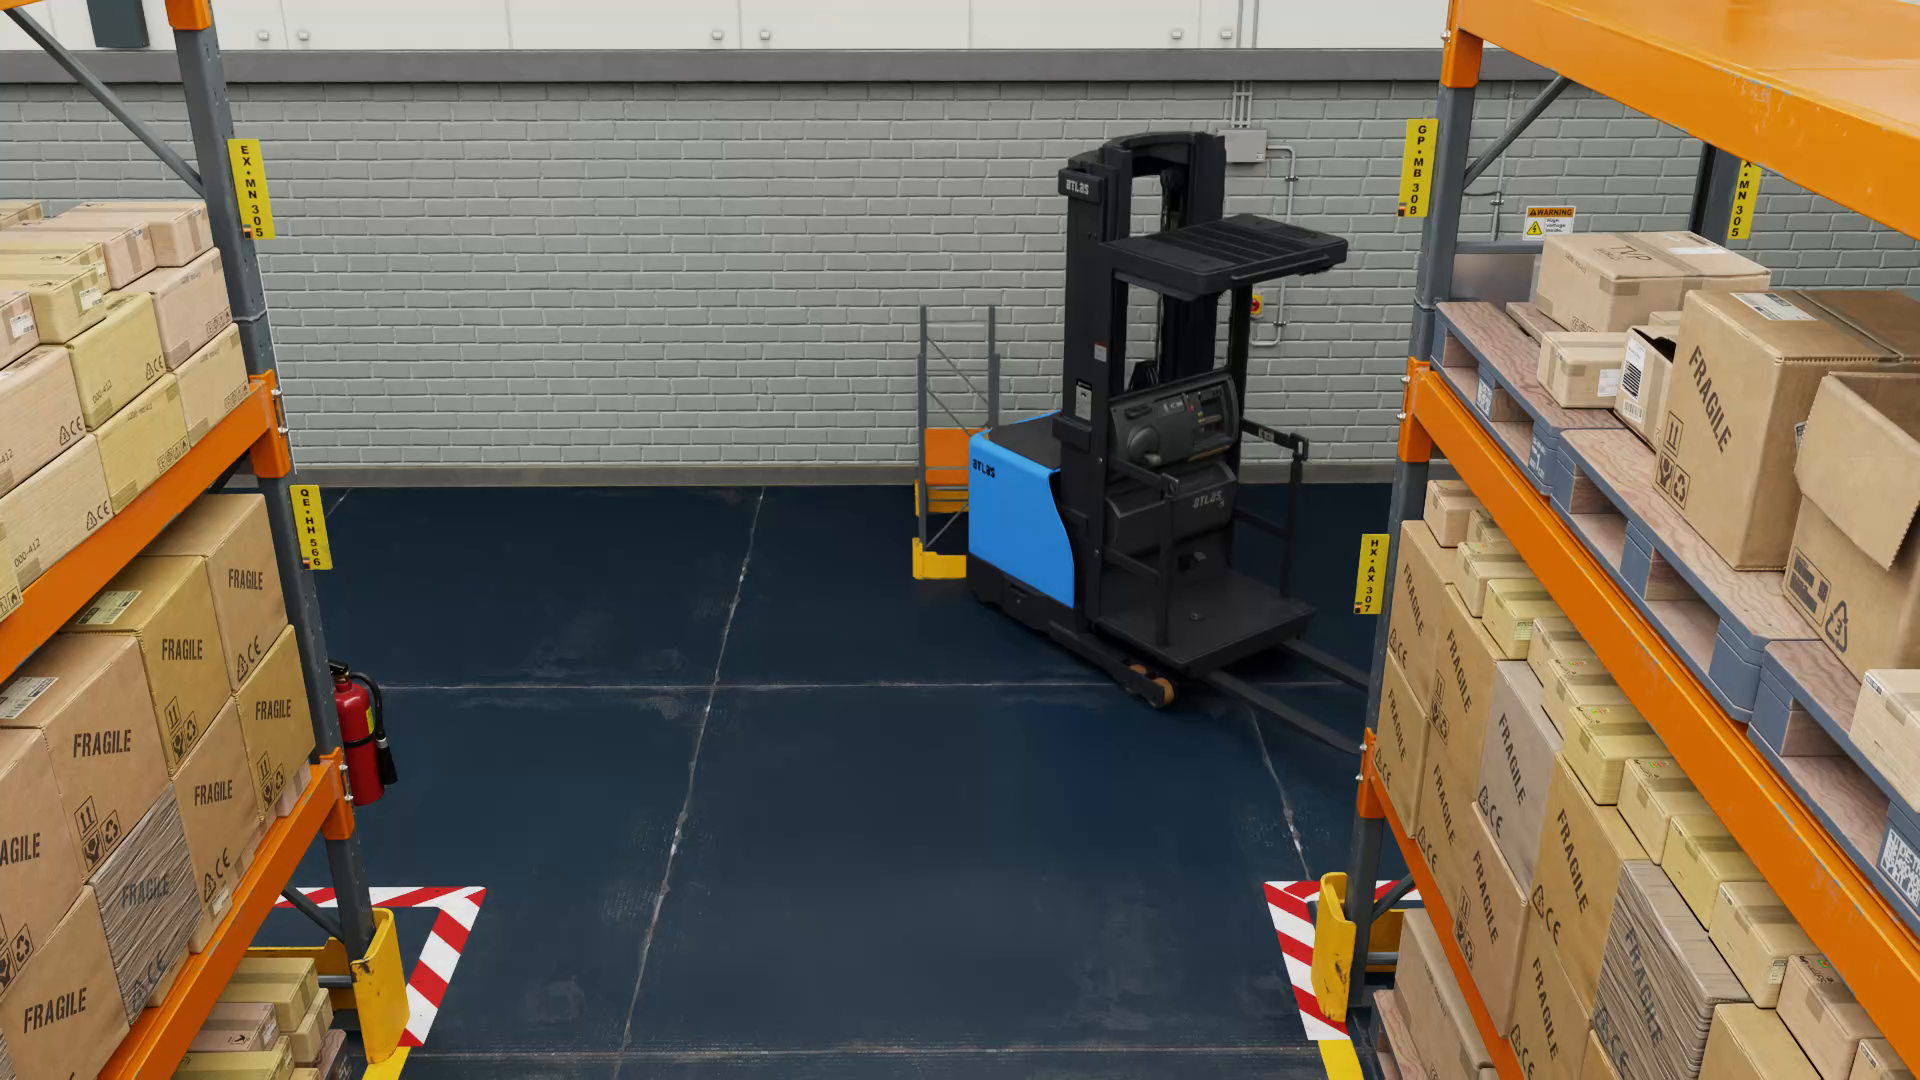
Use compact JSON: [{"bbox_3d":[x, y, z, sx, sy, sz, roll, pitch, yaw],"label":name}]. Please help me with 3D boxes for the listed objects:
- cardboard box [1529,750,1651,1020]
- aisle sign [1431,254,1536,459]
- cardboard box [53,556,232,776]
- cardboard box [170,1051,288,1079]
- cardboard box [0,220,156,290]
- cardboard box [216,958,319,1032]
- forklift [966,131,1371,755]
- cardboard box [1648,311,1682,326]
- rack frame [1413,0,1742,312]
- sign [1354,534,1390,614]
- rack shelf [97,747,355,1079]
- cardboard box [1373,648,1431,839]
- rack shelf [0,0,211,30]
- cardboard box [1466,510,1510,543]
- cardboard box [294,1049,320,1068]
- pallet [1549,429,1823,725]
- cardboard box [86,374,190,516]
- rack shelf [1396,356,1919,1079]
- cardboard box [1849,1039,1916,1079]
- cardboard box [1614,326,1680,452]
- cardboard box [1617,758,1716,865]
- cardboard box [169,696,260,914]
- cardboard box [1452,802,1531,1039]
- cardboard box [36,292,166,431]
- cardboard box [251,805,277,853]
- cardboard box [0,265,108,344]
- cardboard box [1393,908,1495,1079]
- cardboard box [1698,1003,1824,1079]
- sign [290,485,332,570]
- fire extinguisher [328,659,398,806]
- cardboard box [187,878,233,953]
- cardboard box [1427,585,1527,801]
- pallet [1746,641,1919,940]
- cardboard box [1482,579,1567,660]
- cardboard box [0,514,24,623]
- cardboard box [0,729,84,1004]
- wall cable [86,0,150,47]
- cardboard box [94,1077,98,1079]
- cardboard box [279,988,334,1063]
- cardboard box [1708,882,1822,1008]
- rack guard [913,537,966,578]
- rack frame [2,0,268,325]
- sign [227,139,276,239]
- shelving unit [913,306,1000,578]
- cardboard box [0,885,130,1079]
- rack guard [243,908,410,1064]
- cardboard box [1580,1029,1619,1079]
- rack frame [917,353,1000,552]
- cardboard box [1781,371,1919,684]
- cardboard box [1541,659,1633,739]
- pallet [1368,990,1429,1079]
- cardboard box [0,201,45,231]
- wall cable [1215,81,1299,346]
[{"bbox_3d":[1.838,0.887,4.314,0.500,0.500,0.500,0,24,0],"label":"cardboard box"},{"bbox_3d":[1.794,-0.654,5.902,0.394,0.787,0.004,0,24,-1],"label":"aisle sign"},{"bbox_3d":[-2.605,0.382,5.069,0.500,0.500,0.500,-1,24,-2],"label":"cardboard box"},{"bbox_3d":[-2.529,1.886,5.668,0.380,0.149,0.250,-1,24,-2],"label":"cardboard box"},{"bbox_3d":[-2.640,-0.848,4.936,0.380,0.149,0.250,0,24,0],"label":"cardboard box"},{"bbox_3d":[-2.605,1.676,6.132,0.380,0.149,0.250,0,24,0],"label":"cardboard box"},{"bbox_3d":[1.330,-0.636,9.100,1.130,2.935,3.031,-17,30,-34],"label":"forklift"},{"bbox_3d":[2.264,-0.573,4.911,0.380,0.149,0.250,-2,24,-5],"label":"cardboard box"},{"bbox_3d":[2.085,-2.175,5.139,1.000,3.000,0.127,0,24,-1],"label":"rack frame"},{"bbox_3d":[1.530,0.128,6.180,0.100,0.325,0.005,0,24,-1],"label":"sign"},{"bbox_3d":[-2.842,1.774,4.560,1.077,0.370,4.000,0,24,-1],"label":"rack shelf"},{"bbox_3d":[1.803,0.712,5.914,0.500,0.500,0.500,0,24,-1],"label":"cardboard box"},{"bbox_3d":[-2.842,-0.957,3.324,1.077,0.370,4.000,0,24,-1],"label":"rack shelf"},{"bbox_3d":[1.886,0.017,5.450,0.380,0.149,0.250,0,24,1],"label":"cardboard box"},{"bbox_3d":[-2.650,1.946,6.257,0.380,0.149,0.250,0,24,0],"label":"cardboard box"},{"bbox_3d":[2.120,0.042,3.985,1.003,0.211,1.213,0,24,-1],"label":"pallet"},{"bbox_3d":[-2.581,-0.279,4.770,0.500,0.250,0.500,0,24,0],"label":"cardboard box"},{"bbox_3d":[2.107,0.344,4.083,1.077,0.370,4.000,0,24,-1],"label":"rack shelf"},{"bbox_3d":[1.920,1.073,3.116,0.380,0.149,0.250,0,24,0],"label":"cardboard box"},{"bbox_3d":[2.051,-0.387,4.304,0.500,0.311,0.500,0,24,0],"label":"cardboard box"},{"bbox_3d":[1.838,0.656,4.037,0.380,0.149,0.250,0,24,-1],"label":"cardboard box"},{"bbox_3d":[-2.601,0.838,5.275,0.500,0.500,0.500,-1,24,-1],"label":"cardboard box"},{"bbox_3d":[1.824,1.130,4.990,0.500,0.500,0.500,0,24,-1],"label":"cardboard box"},{"bbox_3d":[-2.598,-0.504,4.660,0.500,0.250,0.500,-1,24,-2],"label":"cardboard box"},{"bbox_3d":[-2.612,0.973,5.764,0.380,0.149,0.250,0,24,-1],"label":"cardboard box"},{"bbox_3d":[-2.547,-0.633,4.462,0.380,0.149,0.250,0,24,0],"label":"cardboard box"},{"bbox_3d":[2.192,1.806,6.216,0.875,0.438,0.875,-1,24,-2],"label":"cardboard box"},{"bbox_3d":[1.850,1.303,3.393,0.500,0.500,0.500,-1,24,-1],"label":"cardboard box"},{"bbox_3d":[-2.309,-0.043,5.917,0.100,0.325,0.005,0,24,-1],"label":"sign"},{"bbox_3d":[-2.405,0.722,6.560,0.296,0.674,0.183,0,24,-1],"label":"fire extinguisher"},{"bbox_3d":[-2.569,1.181,5.304,0.380,0.149,0.250,0,24,1],"label":"cardboard box"},{"bbox_3d":[1.818,0.469,5.237,0.500,0.500,0.500,-1,24,-2],"label":"cardboard box"},{"bbox_3d":[2.130,0.543,2.876,1.003,0.211,1.213,0,24,-1],"label":"pallet"},{"bbox_3d":[1.795,0.233,4.973,0.380,0.149,0.250,-1,24,-2],"label":"cardboard box"},{"bbox_3d":[-2.564,0.144,3.833,0.500,0.250,0.500,1,24,2],"label":"cardboard box"},{"bbox_3d":[-2.581,0.814,4.114,0.500,0.500,0.500,-1,24,-2],"label":"cardboard box"},{"bbox_3d":[-4.440,-5.942,9.563,2.277,5.999,0.120,0,24,-1],"label":"wall cable"},{"bbox_3d":[-2.632,1.511,4.575,0.380,0.149,0.250,0,24,0],"label":"cardboard box"},{"bbox_3d":[-2.573,1.811,6.195,0.380,0.149,0.250,-1,24,-2],"label":"cardboard box"},{"bbox_3d":[1.860,0.866,3.574,0.380,0.149,0.250,0,24,-1],"label":"cardboard box"},{"bbox_3d":[-0.009,0.114,10.694,0.587,0.250,0.087,0,24,0],"label":"rack guard"},{"bbox_3d":[-2.864,-2.111,4.997,1.000,3.000,0.127,0,24,-1],"label":"rack frame"},{"bbox_3d":[-2.309,-1.142,5.420,0.100,0.325,0.005,0,24,-1],"label":"sign"},{"bbox_3d":[-0.012,-0.660,10.890,0.587,1.500,1.083,0,24,0],"label":"shelving unit"},{"bbox_3d":[-2.591,1.252,4.359,0.500,0.500,0.500,1,24,2],"label":"cardboard box"},{"bbox_3d":[-2.863,1.793,6.679,1.175,0.500,0.348,0,24,-1],"label":"rack guard"},{"bbox_3d":[1.837,1.552,4.057,0.500,0.500,0.500,-1,24,-1],"label":"cardboard box"},{"bbox_3d":[-0.009,-0.447,10.419,0.500,1.500,0.032,0,24,0],"label":"rack frame"},{"bbox_3d":[2.082,0.001,3.212,0.797,0.503,0.637,2,24,4],"label":"cardboard box"},{"bbox_3d":[1.811,0.444,4.506,0.380,0.149,0.250,0,24,0],"label":"cardboard box"},{"bbox_3d":[2.172,2.158,6.222,1.003,0.211,1.213,0,24,-1],"label":"pallet"},{"bbox_3d":[-3.088,-0.951,5.164,0.380,0.149,0.250,0,24,-1],"label":"cardboard box"},{"bbox_3d":[2.000,-2.242,11.296,0.585,1.953,0.123,0,24,-1],"label":"wall cable"}]
